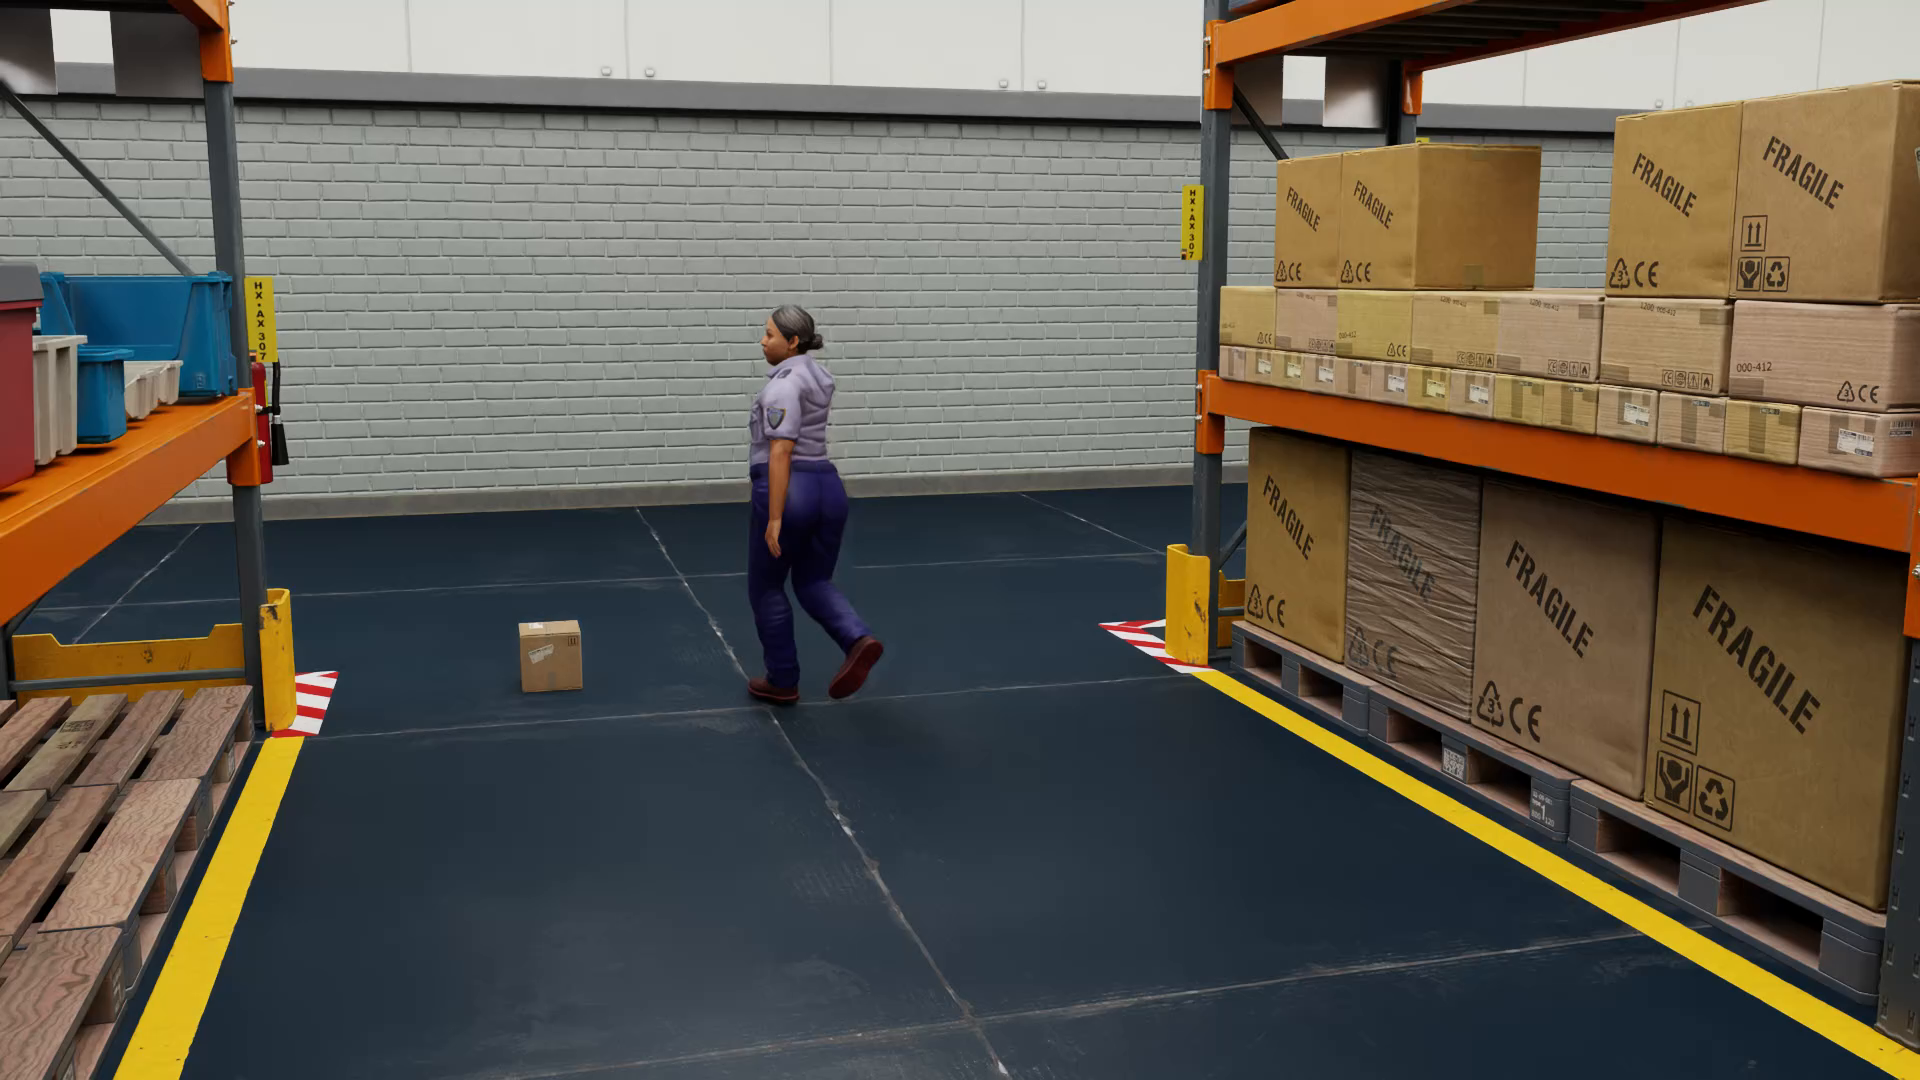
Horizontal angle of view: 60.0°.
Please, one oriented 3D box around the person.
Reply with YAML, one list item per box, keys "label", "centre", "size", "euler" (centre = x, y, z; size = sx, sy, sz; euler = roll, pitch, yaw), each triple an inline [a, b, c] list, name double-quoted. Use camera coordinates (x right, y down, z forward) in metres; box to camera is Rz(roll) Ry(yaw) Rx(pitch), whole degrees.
- label: "person"
  centre: [-0.616, -0.130, 6.687]
  size: [0.677, 1.615, 0.487]
  euler: [7, 12, 37]
